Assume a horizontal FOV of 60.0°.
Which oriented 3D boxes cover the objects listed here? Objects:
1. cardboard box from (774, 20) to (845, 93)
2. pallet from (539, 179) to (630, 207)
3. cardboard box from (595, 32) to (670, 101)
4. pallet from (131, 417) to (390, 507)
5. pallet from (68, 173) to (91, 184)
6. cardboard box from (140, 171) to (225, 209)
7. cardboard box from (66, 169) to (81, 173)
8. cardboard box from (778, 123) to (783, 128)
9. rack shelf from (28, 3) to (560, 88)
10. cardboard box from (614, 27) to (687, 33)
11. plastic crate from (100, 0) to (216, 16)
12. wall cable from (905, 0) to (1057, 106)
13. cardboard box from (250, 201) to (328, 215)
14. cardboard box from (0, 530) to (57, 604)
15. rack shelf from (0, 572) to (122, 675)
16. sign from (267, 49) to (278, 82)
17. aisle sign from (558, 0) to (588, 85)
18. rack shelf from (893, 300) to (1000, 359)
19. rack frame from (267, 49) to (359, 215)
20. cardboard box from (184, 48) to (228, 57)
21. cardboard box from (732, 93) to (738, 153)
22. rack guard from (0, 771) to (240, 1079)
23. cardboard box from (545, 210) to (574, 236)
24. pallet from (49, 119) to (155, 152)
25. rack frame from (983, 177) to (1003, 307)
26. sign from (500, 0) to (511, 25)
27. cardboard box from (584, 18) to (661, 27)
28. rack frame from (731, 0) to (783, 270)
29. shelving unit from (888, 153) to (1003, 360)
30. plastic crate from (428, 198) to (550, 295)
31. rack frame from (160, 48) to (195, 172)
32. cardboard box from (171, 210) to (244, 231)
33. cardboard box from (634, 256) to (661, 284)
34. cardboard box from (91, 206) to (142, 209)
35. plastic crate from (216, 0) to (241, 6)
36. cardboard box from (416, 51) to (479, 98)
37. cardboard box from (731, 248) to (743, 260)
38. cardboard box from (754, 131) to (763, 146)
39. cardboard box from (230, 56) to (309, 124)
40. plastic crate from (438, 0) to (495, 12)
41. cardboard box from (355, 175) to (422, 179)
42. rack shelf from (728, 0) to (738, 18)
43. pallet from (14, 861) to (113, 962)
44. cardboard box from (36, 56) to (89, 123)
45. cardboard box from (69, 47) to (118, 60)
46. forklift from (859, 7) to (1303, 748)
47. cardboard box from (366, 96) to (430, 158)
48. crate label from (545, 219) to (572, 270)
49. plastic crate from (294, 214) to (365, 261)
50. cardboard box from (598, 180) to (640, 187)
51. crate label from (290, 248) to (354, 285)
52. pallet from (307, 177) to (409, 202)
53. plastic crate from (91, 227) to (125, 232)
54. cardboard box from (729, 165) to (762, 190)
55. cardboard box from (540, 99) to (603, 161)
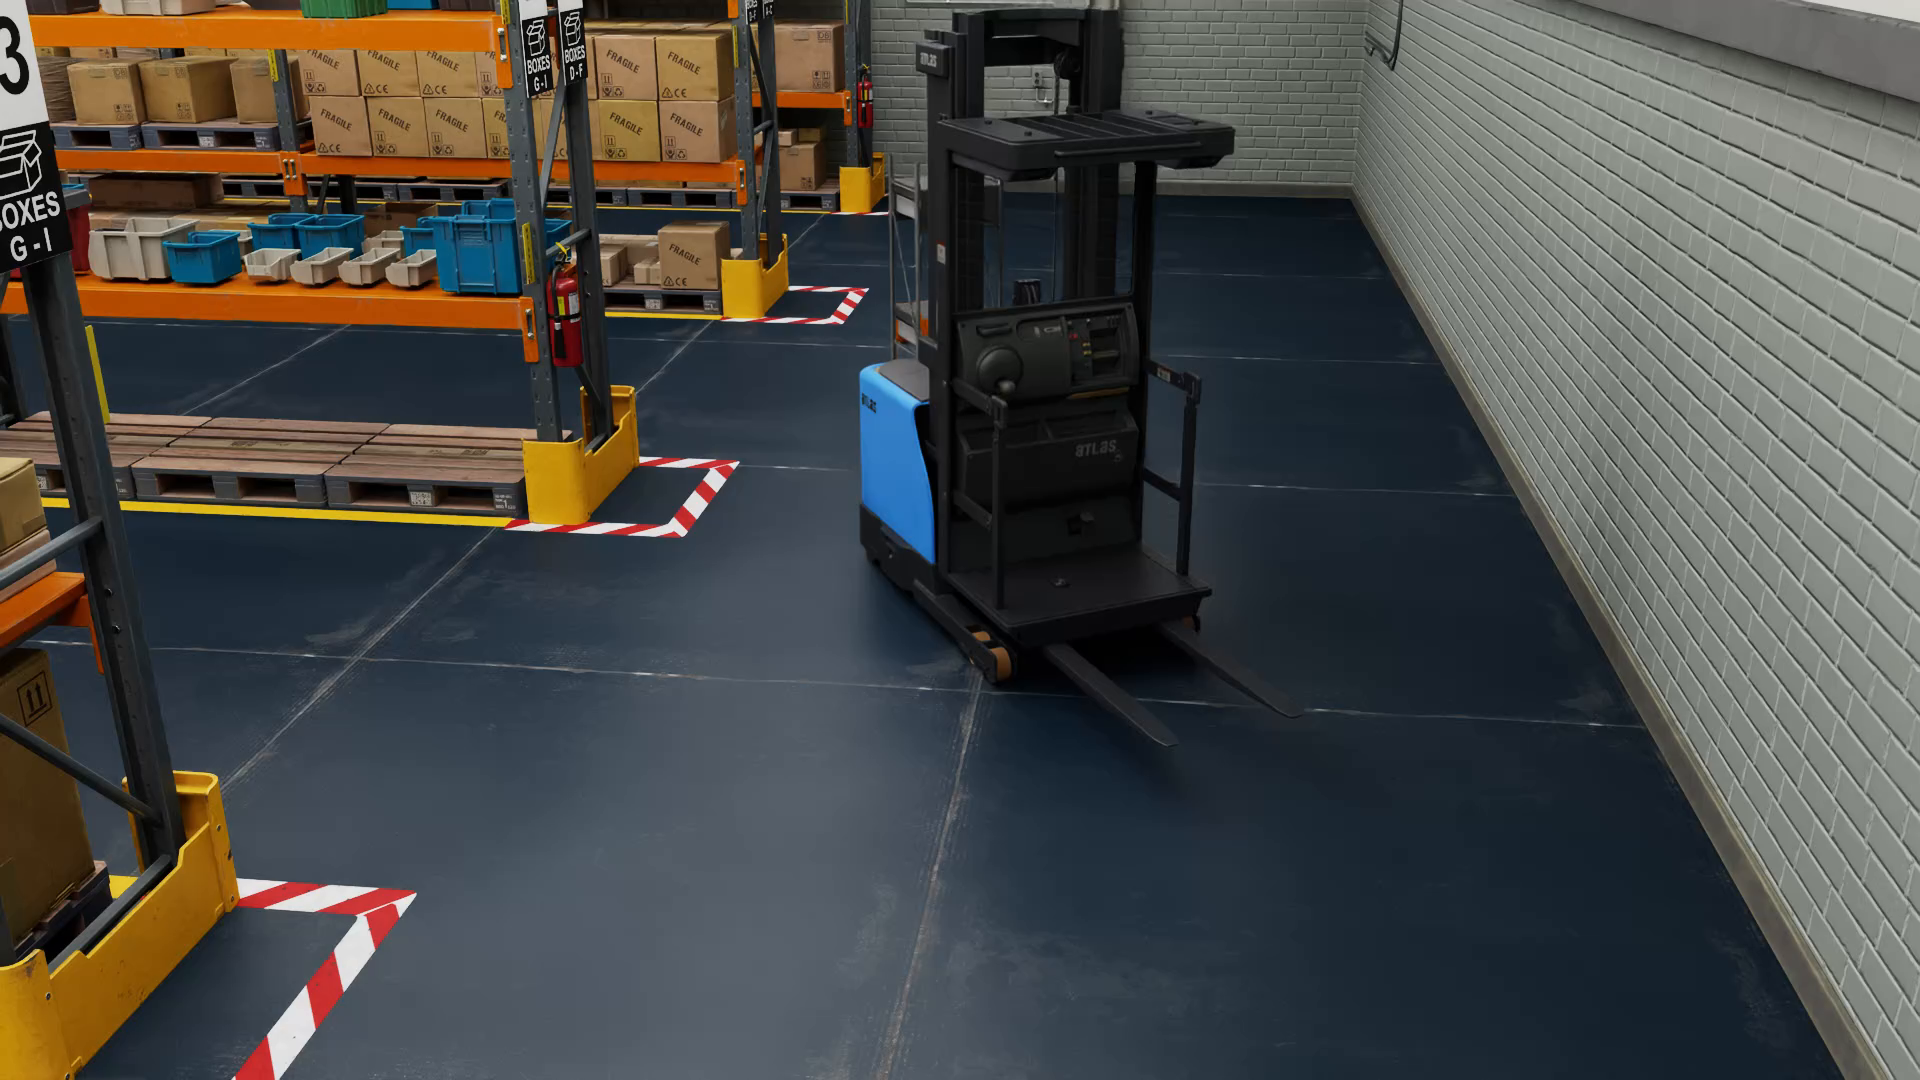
[{"bbox_3d":[-1.655,-5.469,18.785,0.700,0.700,0.980,3,22,9],"label":"cardboard box"},{"bbox_3d":[-4.373,-4.126,19.588,1.213,0.211,1.003,2,22,6],"label":"pallet"},{"bbox_3d":[-2.702,-3.954,13.865,0.500,0.500,0.500,3,22,8],"label":"cardboard box"},{"bbox_3d":[-4.335,-0.501,10.419,1.213,0.211,1.003,2,22,6],"label":"pallet"},{"bbox_3d":[-11.075,-4.448,20.404,1.213,0.211,1.003,2,22,6],"label":"pallet"},{"bbox_3d":[-7.143,-3.219,15.284,0.500,0.250,0.500,3,22,6],"label":"cardboard box"},{"bbox_3d":[-10.807,-4.787,20.270,0.500,0.500,0.700,2,22,6],"label":"cardboard box"},{"bbox_3d":[-2.209,-4.728,19.266,0.250,0.149,0.380,3,22,6],"label":"cardboard box"},{"bbox_3d":[-4.299,-2.841,9.444,4.000,0.370,1.077,2,22,6],"label":"rack shelf"},{"bbox_3d":[-2.656,-4.149,14.358,0.500,0.500,0.500,3,22,7],"label":"cardboard box"},{"bbox_3d":[-4.394,-2.965,9.138,0.530,0.136,0.437,2,22,6],"label":"plastic crate"},{"bbox_3d":[0.236,-6.073,19.340,1.851,1.984,0.084,2,22,6],"label":"wall cable"},{"bbox_3d":[-6.150,-2.827,15.313,0.500,0.500,0.500,2,22,4],"label":"cardboard box"},{"bbox_3d":[-3.209,0.096,5.460,0.250,0.149,0.380,3,22,7],"label":"cardboard box"},{"bbox_3d":[-4.882,0.363,5.421,4.000,0.370,1.077,2,22,6],"label":"rack shelf"},{"bbox_3d":[-5.760,-4.011,13.930,0.005,0.325,0.100,2,22,6],"label":"sign"},{"bbox_3d":[-2.206,-3.008,9.433,0.004,0.787,0.394,2,22,6],"label":"aisle sign"},{"bbox_3d":[-0.080,-1.091,9.380,0.480,0.518,0.431,-9,23,-23],"label":"rack shelf"},{"bbox_3d":[-5.698,-3.675,14.656,0.127,3.000,1.000,2,22,6],"label":"rack frame"},{"bbox_3d":[-8.639,-5.737,19.303,0.500,0.500,0.500,3,22,8],"label":"cardboard box"},{"bbox_3d":[-2.136,-3.664,14.492,0.500,0.500,0.500,3,22,7],"label":"cardboard box"},{"bbox_3d":[-2.872,1.278,5.527,0.348,0.500,1.175,2,22,6],"label":"rack guard"},{"bbox_3d":[-3.832,-2.639,14.833,0.637,0.503,0.797,2,22,6],"label":"cardboard box"},{"bbox_3d":[-7.739,-3.677,14.921,1.213,0.211,1.003,2,22,6],"label":"pallet"},{"bbox_3d":[0.143,-1.141,9.469,0.015,2.100,0.400,-9,23,-23],"label":"rack frame"},{"bbox_3d":[-2.361,-2.839,8.602,0.005,0.325,0.100,2,22,6],"label":"sign"},{"bbox_3d":[-3.858,-5.560,19.017,0.700,0.700,0.980,2,22,5],"label":"cardboard box"},{"bbox_3d":[-1.726,-3.502,14.218,0.127,3.000,1.000,2,22,6],"label":"rack frame"},{"bbox_3d":[-0.080,-1.104,9.375,0.503,2.100,0.431,-9,23,-23],"label":"shelving unit"},{"bbox_3d":[-2.667,-1.684,9.491,0.499,0.435,0.616,2,22,6],"label":"plastic crate"},{"bbox_3d":[-9.091,-5.657,19.669,0.127,3.000,1.000,2,22,6],"label":"rack frame"},{"bbox_3d":[-6.712,-2.659,14.886,0.500,0.500,0.500,3,22,6],"label":"cardboard box"},{"bbox_3d":[-2.687,-2.373,14.618,0.250,0.166,0.380,2,22,6],"label":"cardboard box"},{"bbox_3d":[-7.678,-2.893,15.478,0.500,0.500,0.500,2,22,4],"label":"cardboard box"},{"bbox_3d":[-4.477,-3.242,9.642,0.530,0.282,0.437,2,22,6],"label":"plastic crate"},{"bbox_3d":[-4.241,-4.019,14.030,0.500,0.500,0.500,2,22,5],"label":"cardboard box"},{"bbox_3d":[-2.102,-2.525,15.025,0.250,0.149,0.380,2,22,6],"label":"cardboard box"},{"bbox_3d":[-2.257,-4.589,18.914,0.250,0.149,0.380,3,22,8],"label":"cardboard box"},{"bbox_3d":[-6.142,-4.019,14.819,0.500,0.500,0.700,-5,22,-12],"label":"cardboard box"},{"bbox_3d":[-2.662,-3.146,9.416,0.590,0.269,0.497,2,22,6],"label":"plastic crate"},{"bbox_3d":[-6.663,-4.698,19.595,0.750,0.750,0.750,3,22,8],"label":"cardboard box"},{"bbox_3d":[-3.712,-4.649,14.018,4.000,0.370,1.077,2,22,6],"label":"rack shelf"},{"bbox_3d":[-3.699,1.405,5.598,1.213,0.211,1.003,2,22,6],"label":"pallet"},{"bbox_3d":[-8.146,-3.995,14.757,0.500,0.500,0.700,7,23,16],"label":"cardboard box"},{"bbox_3d":[-10.117,-5.939,19.648,0.500,0.500,0.700,0,22,1],"label":"cardboard box"},{"bbox_3d":[0.514,-0.878,7.675,1.130,2.935,3.031,-9,23,-23],"label":"forklift"},{"bbox_3d":[-4.715,-3.579,14.277,0.500,0.500,0.500,3,22,7],"label":"cardboard box"},{"bbox_3d":[-2.519,-1.775,9.995,0.303,0.233,0.416,2,22,6],"label":"crate label"},{"bbox_3d":[-3.827,-1.832,10.139,0.300,0.233,0.416,2,22,6],"label":"plastic crate"},{"bbox_3d":[-3.890,-4.424,19.379,0.500,0.500,0.700,2,22,6],"label":"cardboard box"},{"bbox_3d":[-3.709,-1.589,9.657,0.243,0.136,0.396,2,22,6],"label":"crate label"},{"bbox_3d":[-7.109,-4.245,19.890,1.213,0.211,1.003,2,22,6],"label":"pallet"},{"bbox_3d":[-5.142,-1.816,10.247,0.590,0.125,0.437,2,22,6],"label":"plastic crate"},{"bbox_3d":[-2.351,-4.359,19.215,0.500,0.500,0.700,2,22,6],"label":"cardboard box"},{"bbox_3d":[-3.213,-3.513,14.111,0.500,0.500,0.500,3,22,7],"label":"cardboard box"}]
